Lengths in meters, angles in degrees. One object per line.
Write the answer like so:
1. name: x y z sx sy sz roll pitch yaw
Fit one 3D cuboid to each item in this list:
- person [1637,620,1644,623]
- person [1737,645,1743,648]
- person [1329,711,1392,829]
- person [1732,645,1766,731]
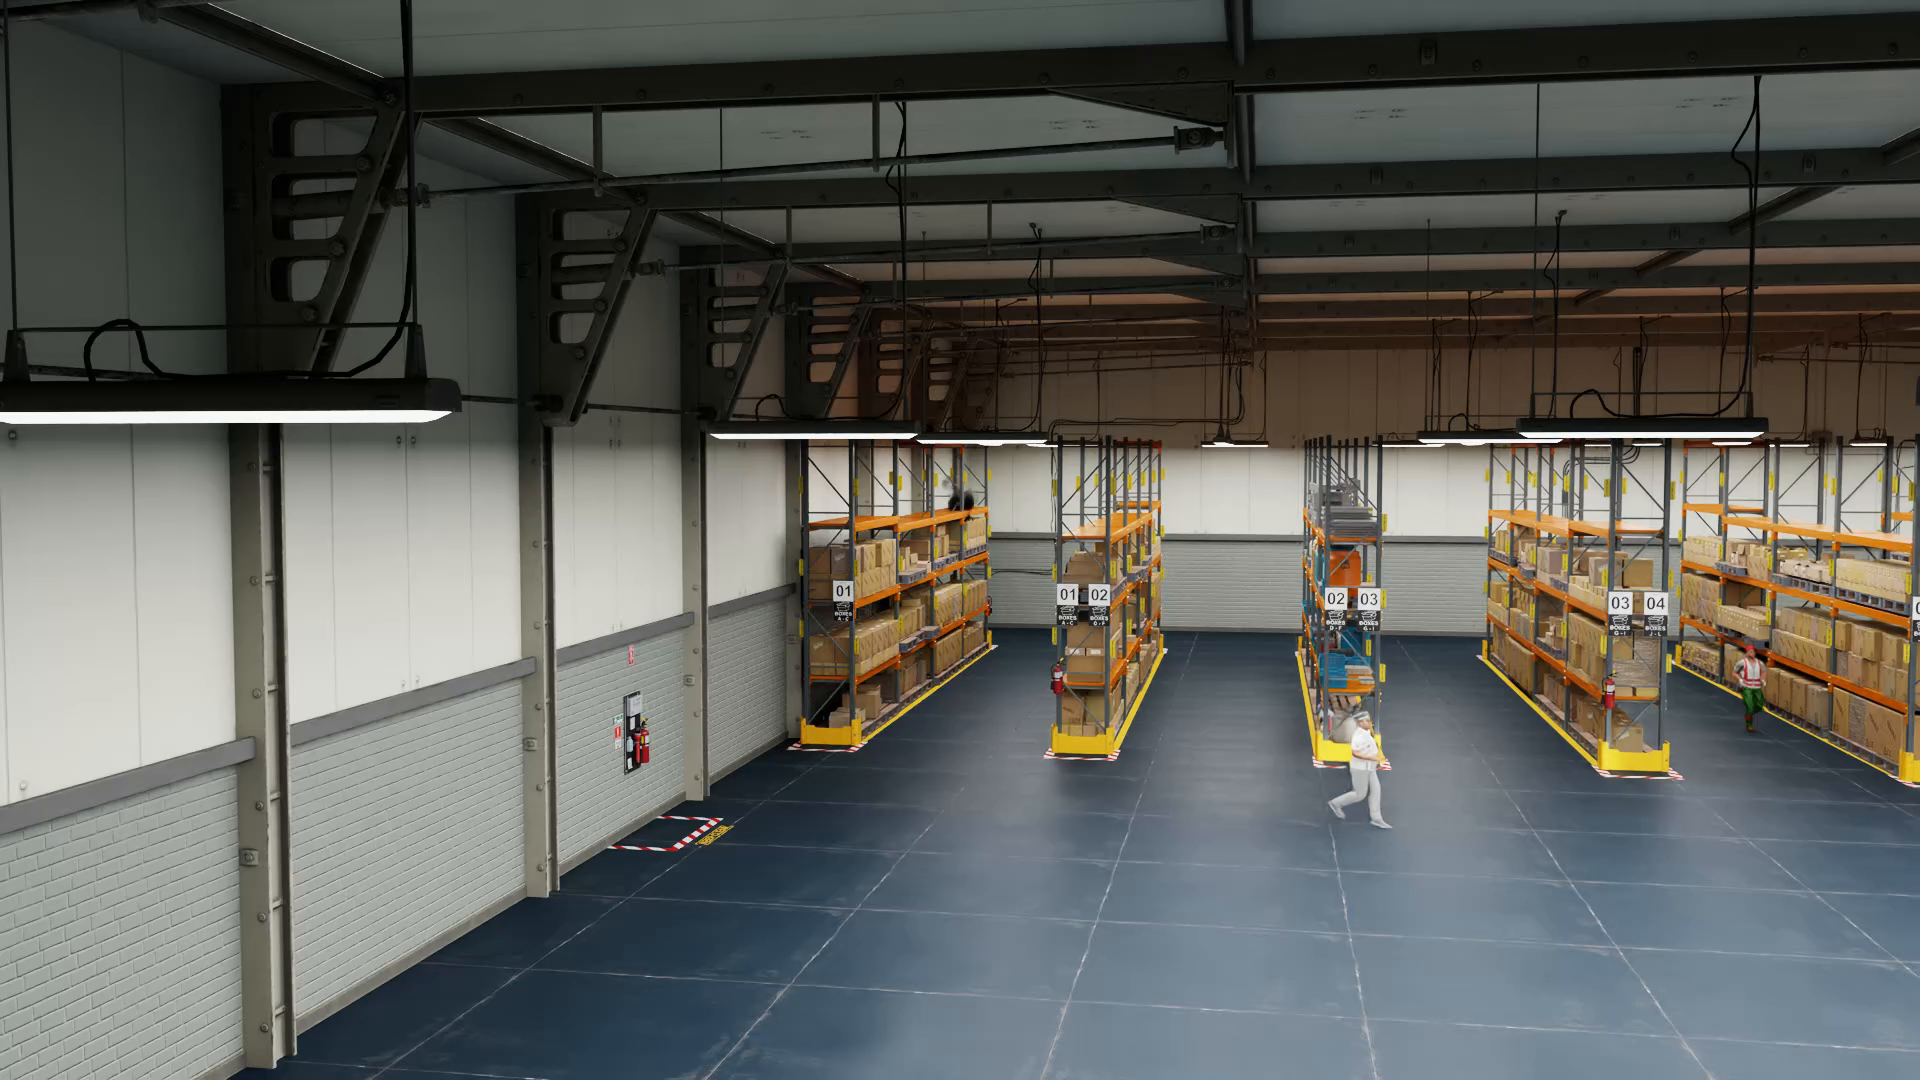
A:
1. person: 18.473 2.501 45.412 0.478 1.545 0.557 -1 3 -9
2. person: 21.117 2.425 44.779 0.764 1.733 0.959 -1 3 -23
3. person: 6.098 3.475 25.273 0.944 1.790 0.664 2 4 29
4. person: 16.139 3.015 33.966 0.653 1.736 0.621 0 3 5
